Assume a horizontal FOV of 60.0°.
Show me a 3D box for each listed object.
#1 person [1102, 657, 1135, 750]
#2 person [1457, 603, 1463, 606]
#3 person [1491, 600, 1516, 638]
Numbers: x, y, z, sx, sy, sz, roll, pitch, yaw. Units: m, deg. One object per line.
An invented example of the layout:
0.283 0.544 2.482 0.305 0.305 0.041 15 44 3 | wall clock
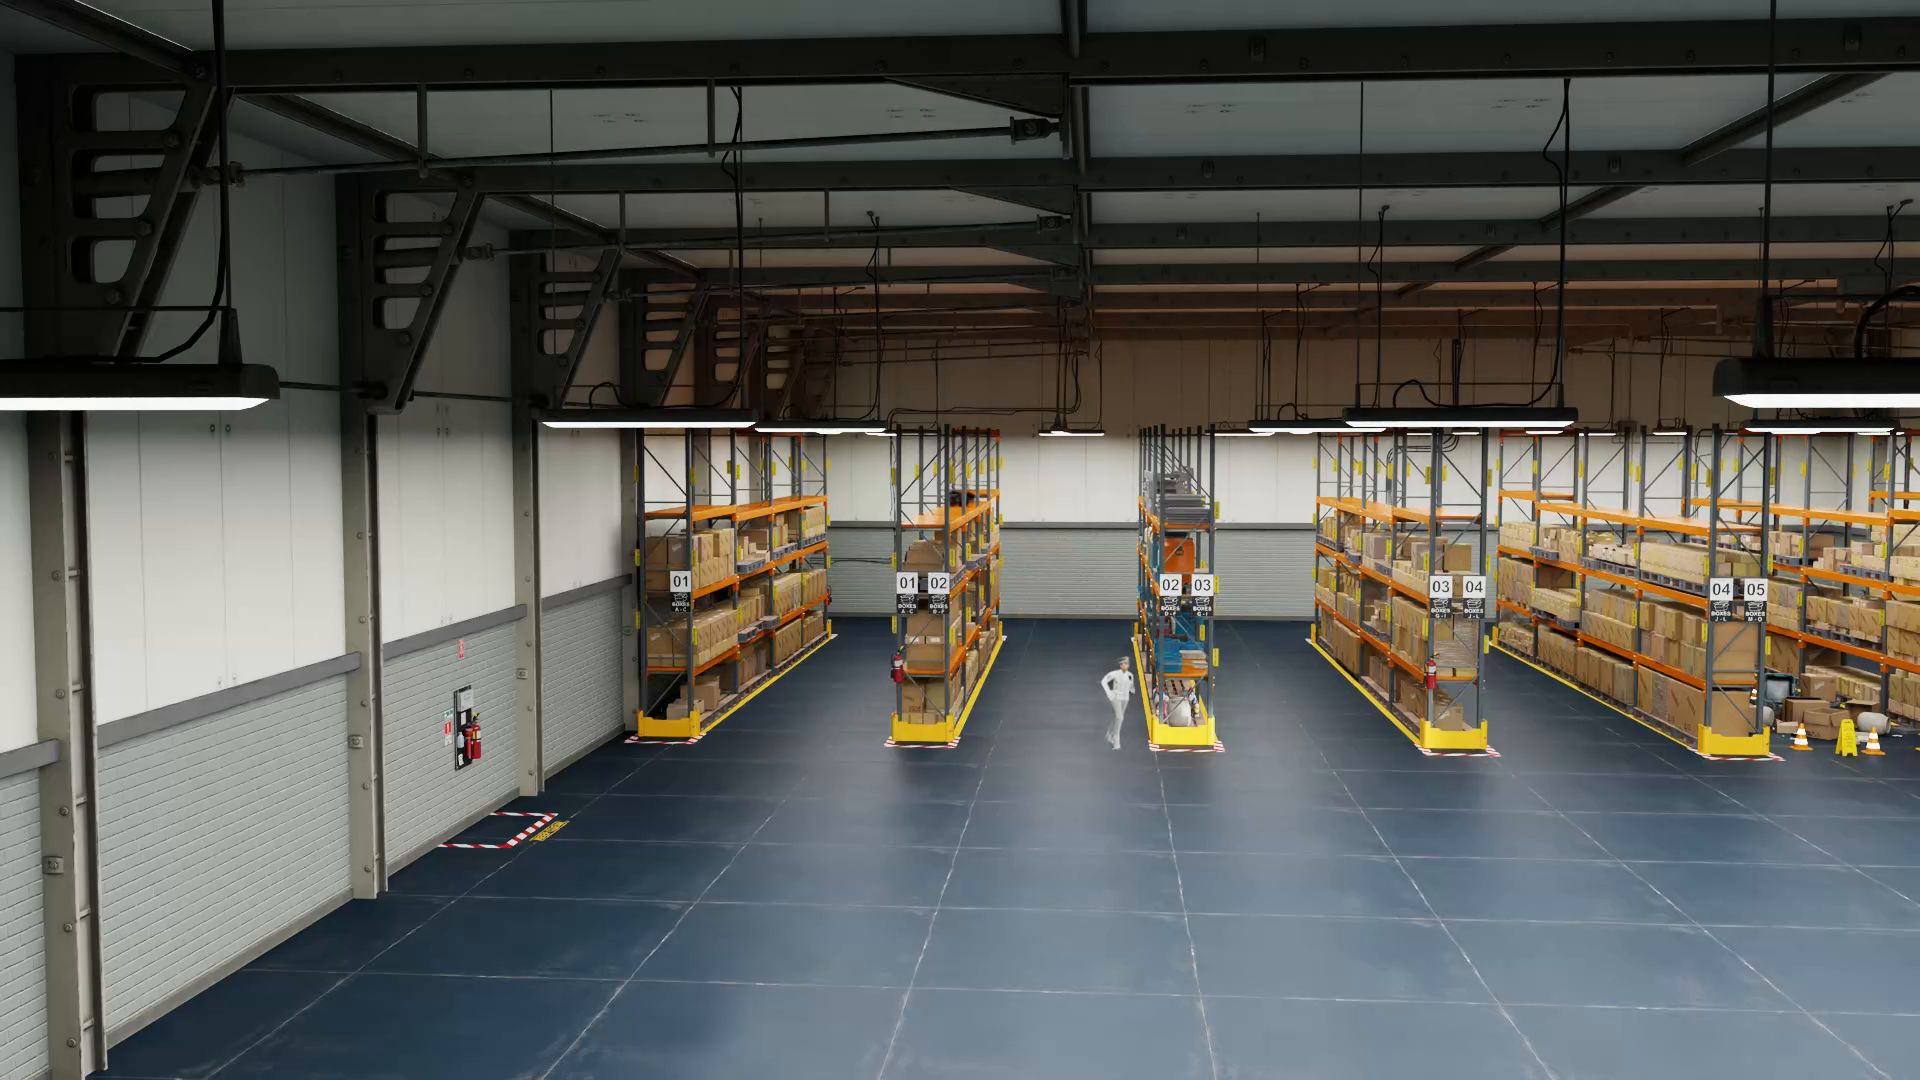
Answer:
2.975 3.020 30.978 0.593 1.726 0.738 -2 4 -29 | person
12.336 2.352 41.013 0.678 1.816 0.853 0 3 -6 | person
15.616 2.020 47.499 0.856 1.733 0.798 1 4 17 | person
